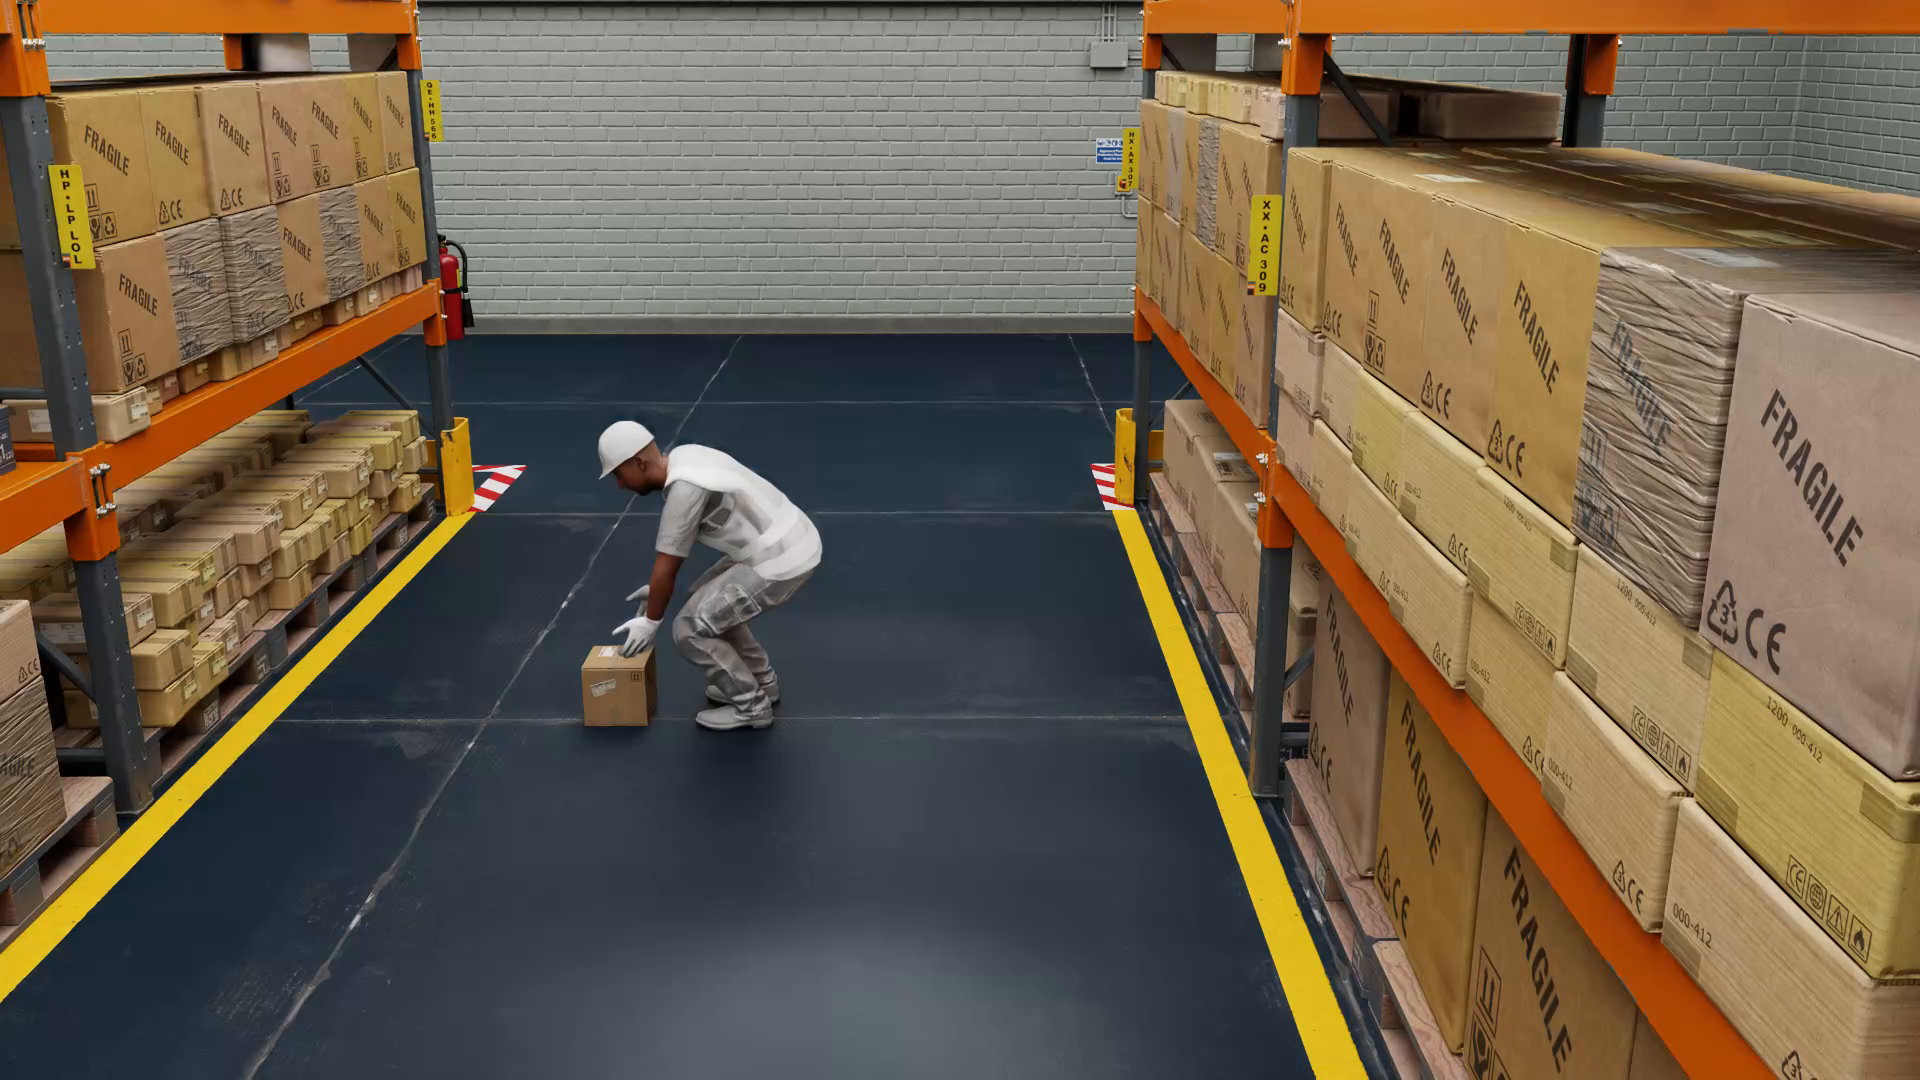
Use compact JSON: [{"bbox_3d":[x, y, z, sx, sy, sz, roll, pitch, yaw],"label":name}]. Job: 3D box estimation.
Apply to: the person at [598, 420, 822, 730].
[{"bbox_3d":[-0.967,0.130,6.540,0.845,1.227,0.603,0,17,-1],"label":"person"}]
